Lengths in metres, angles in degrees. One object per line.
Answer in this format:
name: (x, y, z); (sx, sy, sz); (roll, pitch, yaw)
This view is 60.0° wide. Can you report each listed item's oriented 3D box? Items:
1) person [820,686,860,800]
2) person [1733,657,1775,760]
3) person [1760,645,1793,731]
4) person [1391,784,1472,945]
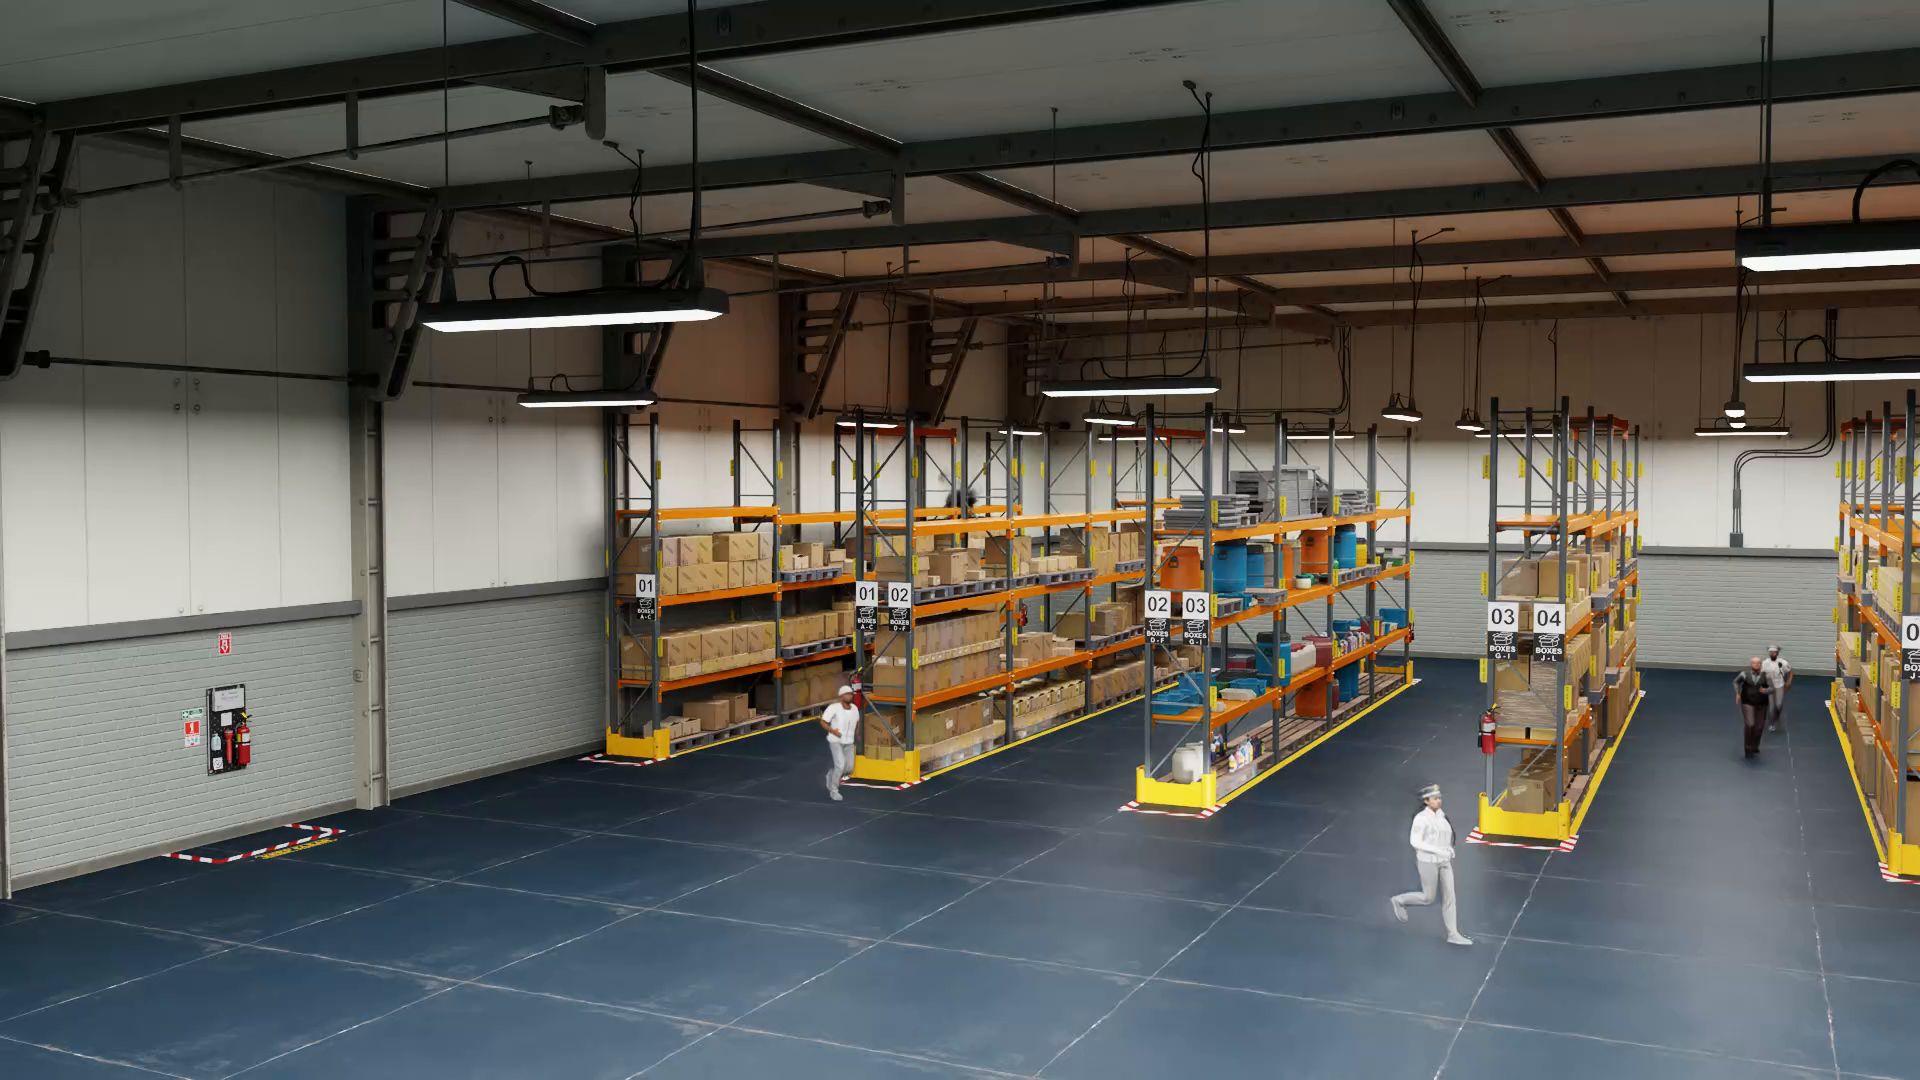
person: (-1.808, 3.082, 25.465); (0.731, 1.709, 0.632); (-2, 3, -37)
person: (13.827, 2.929, 28.944); (0.624, 1.780, 0.752); (1, 2, 14)
person: (15.591, 2.836, 31.815); (0.590, 1.657, 0.552); (1, 3, 31)
person: (5.052, 3.416, 17.683); (0.630, 1.656, 0.949); (-2, 3, -37)
